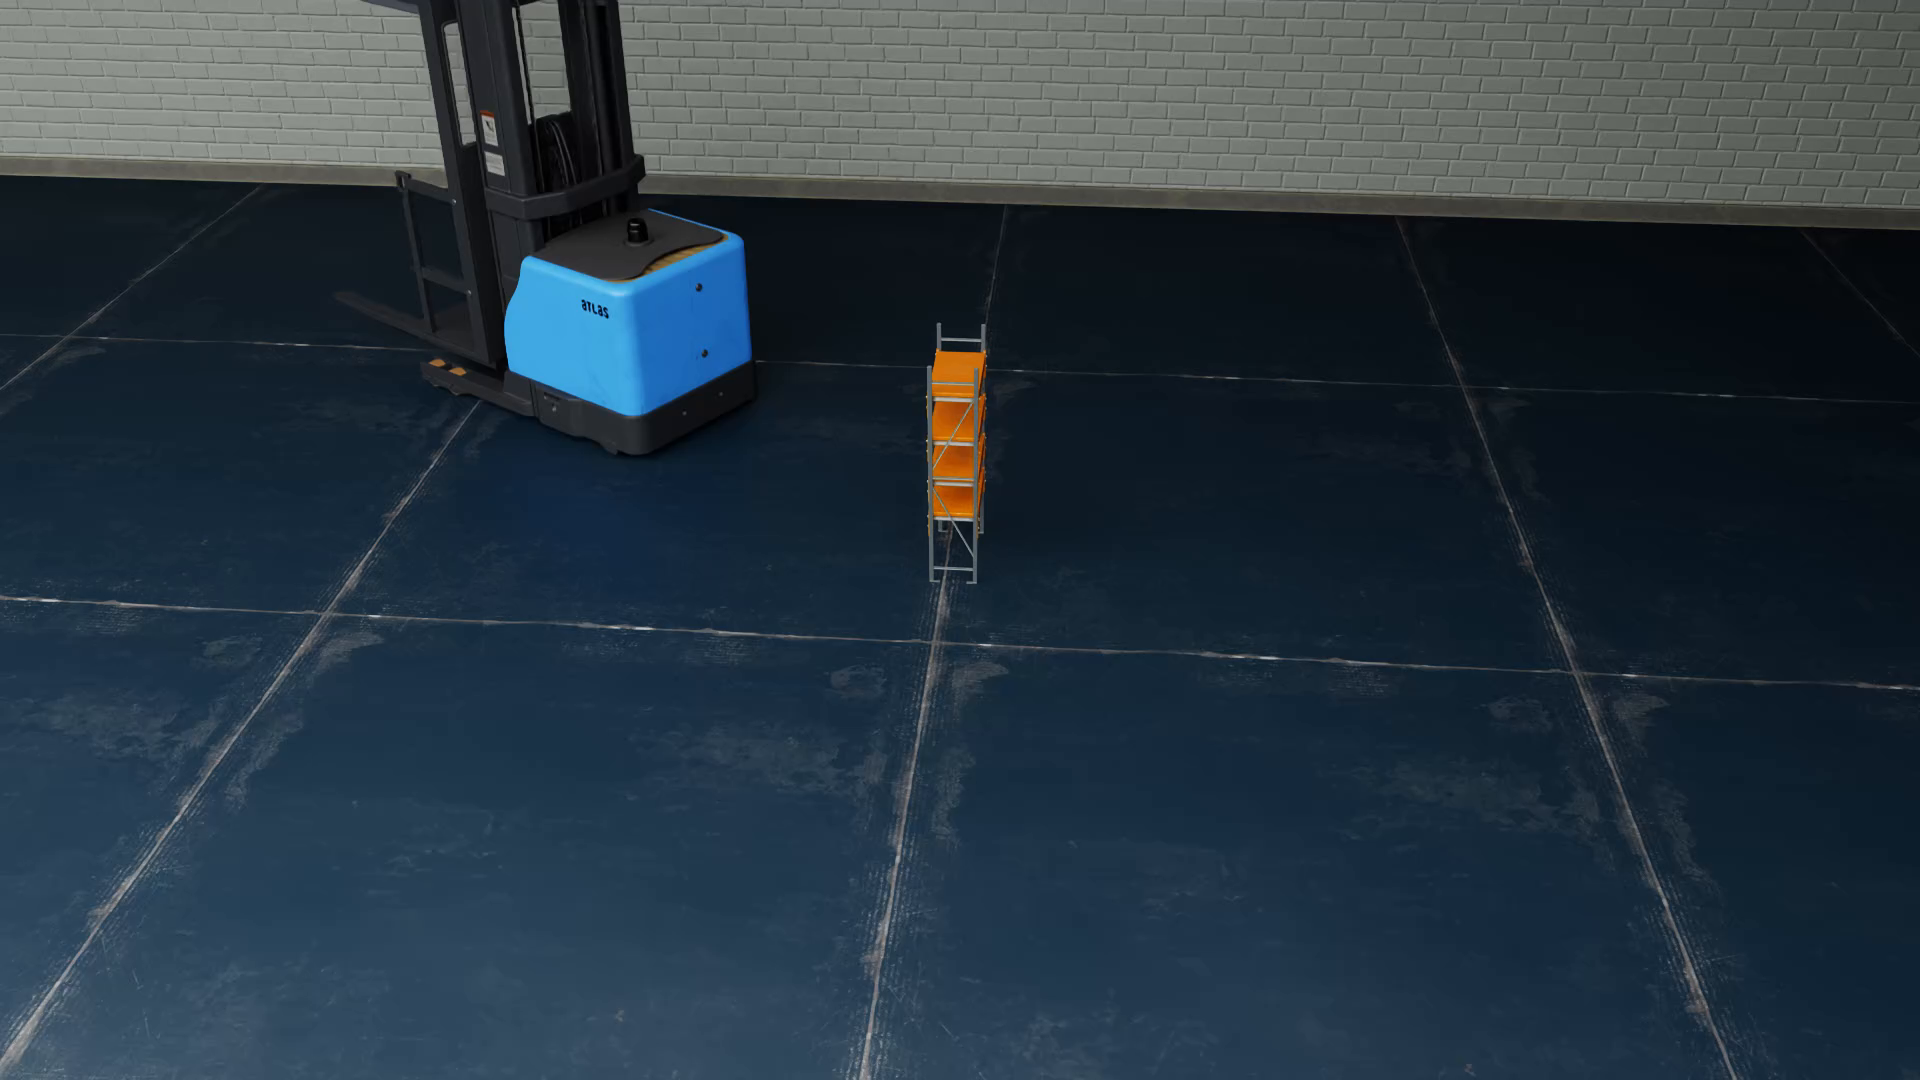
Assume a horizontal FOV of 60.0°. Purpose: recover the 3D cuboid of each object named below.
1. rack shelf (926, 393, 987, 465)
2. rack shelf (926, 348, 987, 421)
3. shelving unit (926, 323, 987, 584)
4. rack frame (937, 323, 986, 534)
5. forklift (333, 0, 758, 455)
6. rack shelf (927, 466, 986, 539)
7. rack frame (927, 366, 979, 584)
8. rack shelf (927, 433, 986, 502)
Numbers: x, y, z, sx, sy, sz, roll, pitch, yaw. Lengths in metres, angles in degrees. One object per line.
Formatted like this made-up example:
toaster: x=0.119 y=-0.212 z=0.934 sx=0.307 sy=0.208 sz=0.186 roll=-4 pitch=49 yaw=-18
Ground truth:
rack shelf: x=-0.013 y=-0.557 z=8.213 sx=0.258 sy=0.148 sz=0.480 roll=2 pitch=32 yaw=4
rack shelf: x=-0.013 y=-0.759 z=8.089 sx=0.258 sy=0.148 sz=0.480 roll=2 pitch=32 yaw=4
shelving unit: x=-0.013 y=-0.424 z=8.295 sx=0.258 sy=1.200 sz=0.503 roll=2 pitch=32 yaw=4
rack frame: x=0.006 y=-0.552 z=8.502 sx=0.240 sy=1.200 sz=0.015 roll=2 pitch=32 yaw=4
forklift: x=-2.710 y=-2.337 z=9.749 sx=3.031 sy=2.935 sz=1.130 roll=21 pitch=37 yaw=30
rack shelf: x=-0.013 y=-0.198 z=8.434 sx=0.258 sy=0.148 sz=0.480 roll=2 pitch=32 yaw=4
rack frame: x=-0.033 y=-0.297 z=8.088 sx=0.240 sy=1.200 sz=0.015 roll=2 pitch=32 yaw=4
rack shelf: x=-0.013 y=-0.367 z=8.330 sx=0.258 sy=0.148 sz=0.480 roll=2 pitch=32 yaw=4
